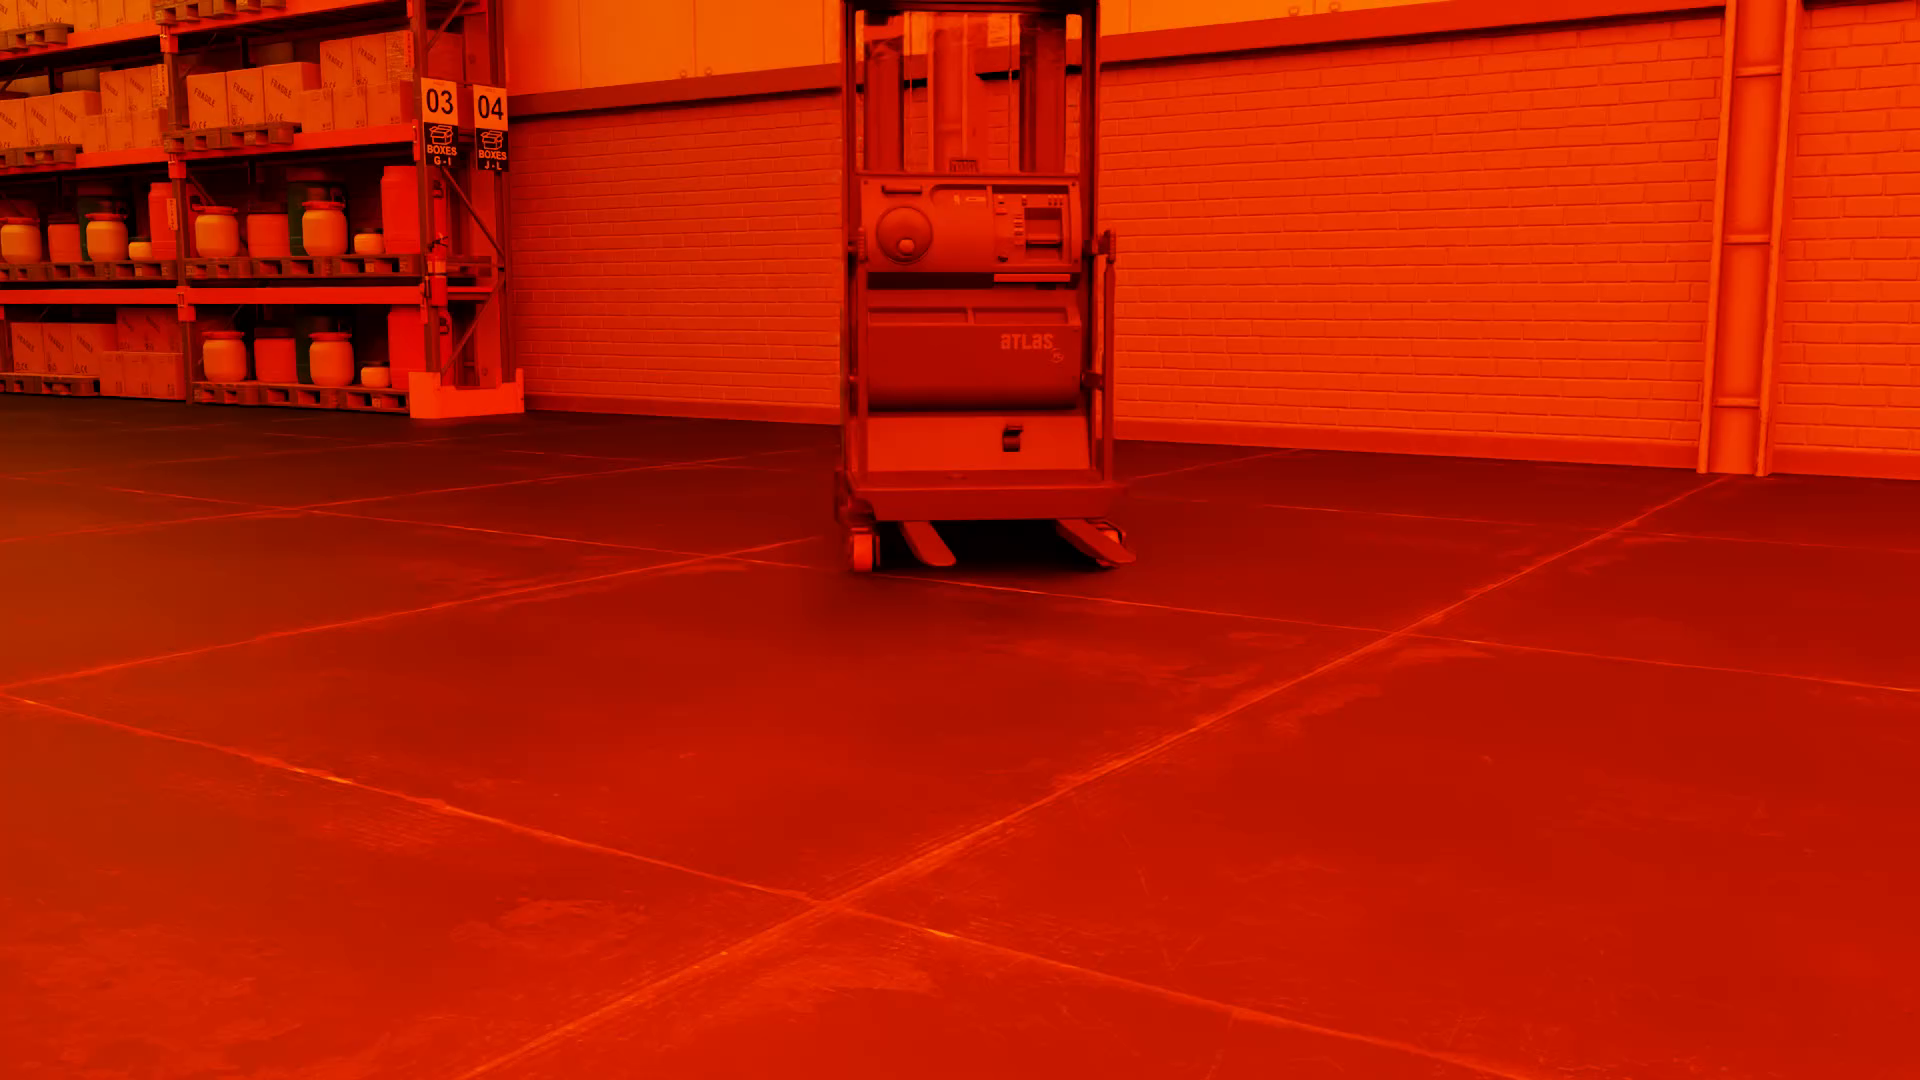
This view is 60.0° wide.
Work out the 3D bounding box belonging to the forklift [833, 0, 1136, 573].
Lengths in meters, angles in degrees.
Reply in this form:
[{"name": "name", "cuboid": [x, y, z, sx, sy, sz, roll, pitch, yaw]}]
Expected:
[{"name": "forklift", "cuboid": [0.073, -1.366, 6.797, 1.130, 2.935, 3.031, -1, 8, -6]}]
